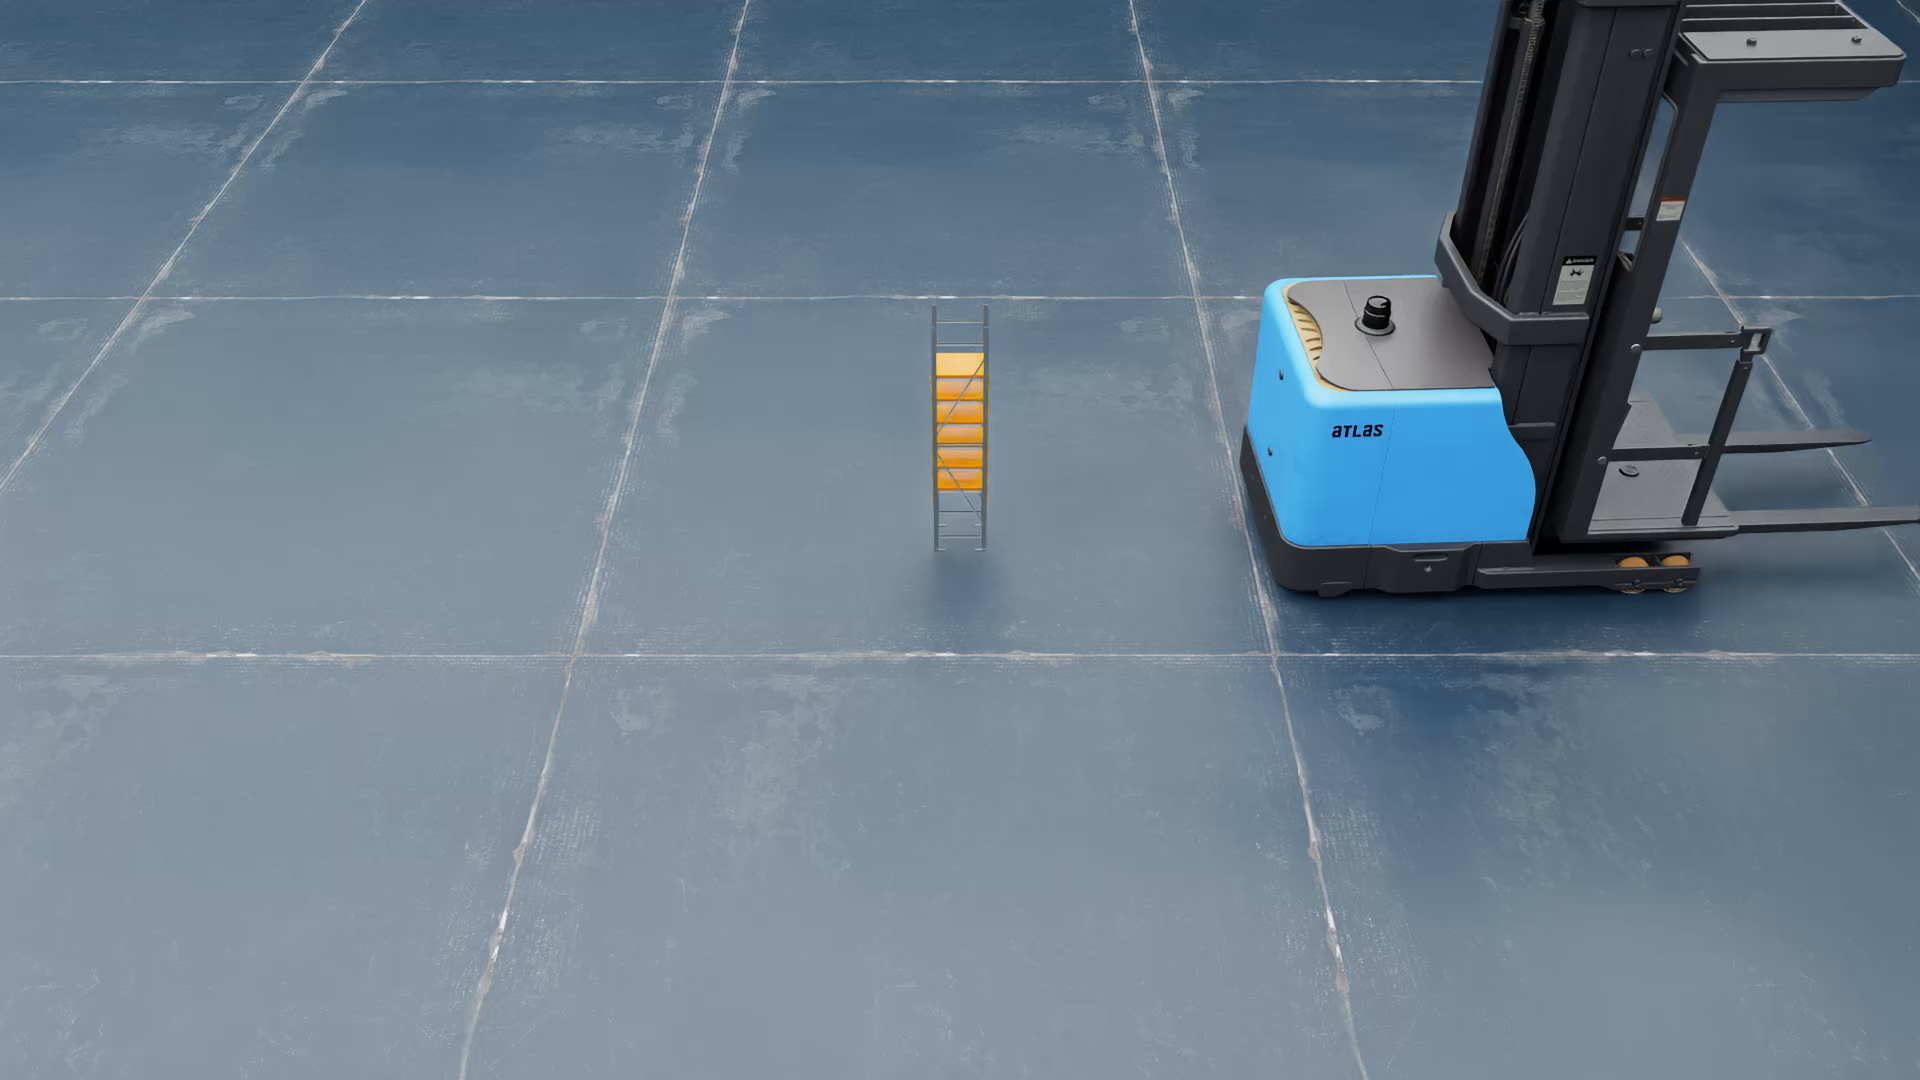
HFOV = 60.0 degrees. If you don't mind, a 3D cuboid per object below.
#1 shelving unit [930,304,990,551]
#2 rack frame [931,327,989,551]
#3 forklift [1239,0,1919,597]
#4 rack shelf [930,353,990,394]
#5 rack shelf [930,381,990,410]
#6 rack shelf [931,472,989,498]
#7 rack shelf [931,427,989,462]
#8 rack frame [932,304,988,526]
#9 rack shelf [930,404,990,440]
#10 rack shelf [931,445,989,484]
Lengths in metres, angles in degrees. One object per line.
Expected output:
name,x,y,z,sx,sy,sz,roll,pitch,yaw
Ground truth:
shelving unit,0.000,-0.477,7.386,0.258,1.200,0.189,0,39,0
rack frame,0.000,-0.420,7.315,0.240,1.200,0.006,0,39,0
forklift,2.894,-1.234,6.946,3.031,2.935,1.130,-2,39,-2
rack shelf,0.000,-0.724,7.189,0.258,0.103,0.180,0,39,0
rack shelf,0.000,-0.630,7.264,0.258,0.103,0.180,0,39,0
rack shelf,0.000,-0.255,7.564,0.258,0.103,0.180,0,39,0
rack shelf,0.000,-0.443,7.414,0.258,0.103,0.180,0,39,0
rack frame,0.000,-0.534,7.457,0.240,1.200,0.006,0,39,0
rack shelf,0.000,-0.536,7.339,0.258,0.103,0.180,0,39,0
rack shelf,0.000,-0.349,7.489,0.258,0.103,0.180,0,39,0
